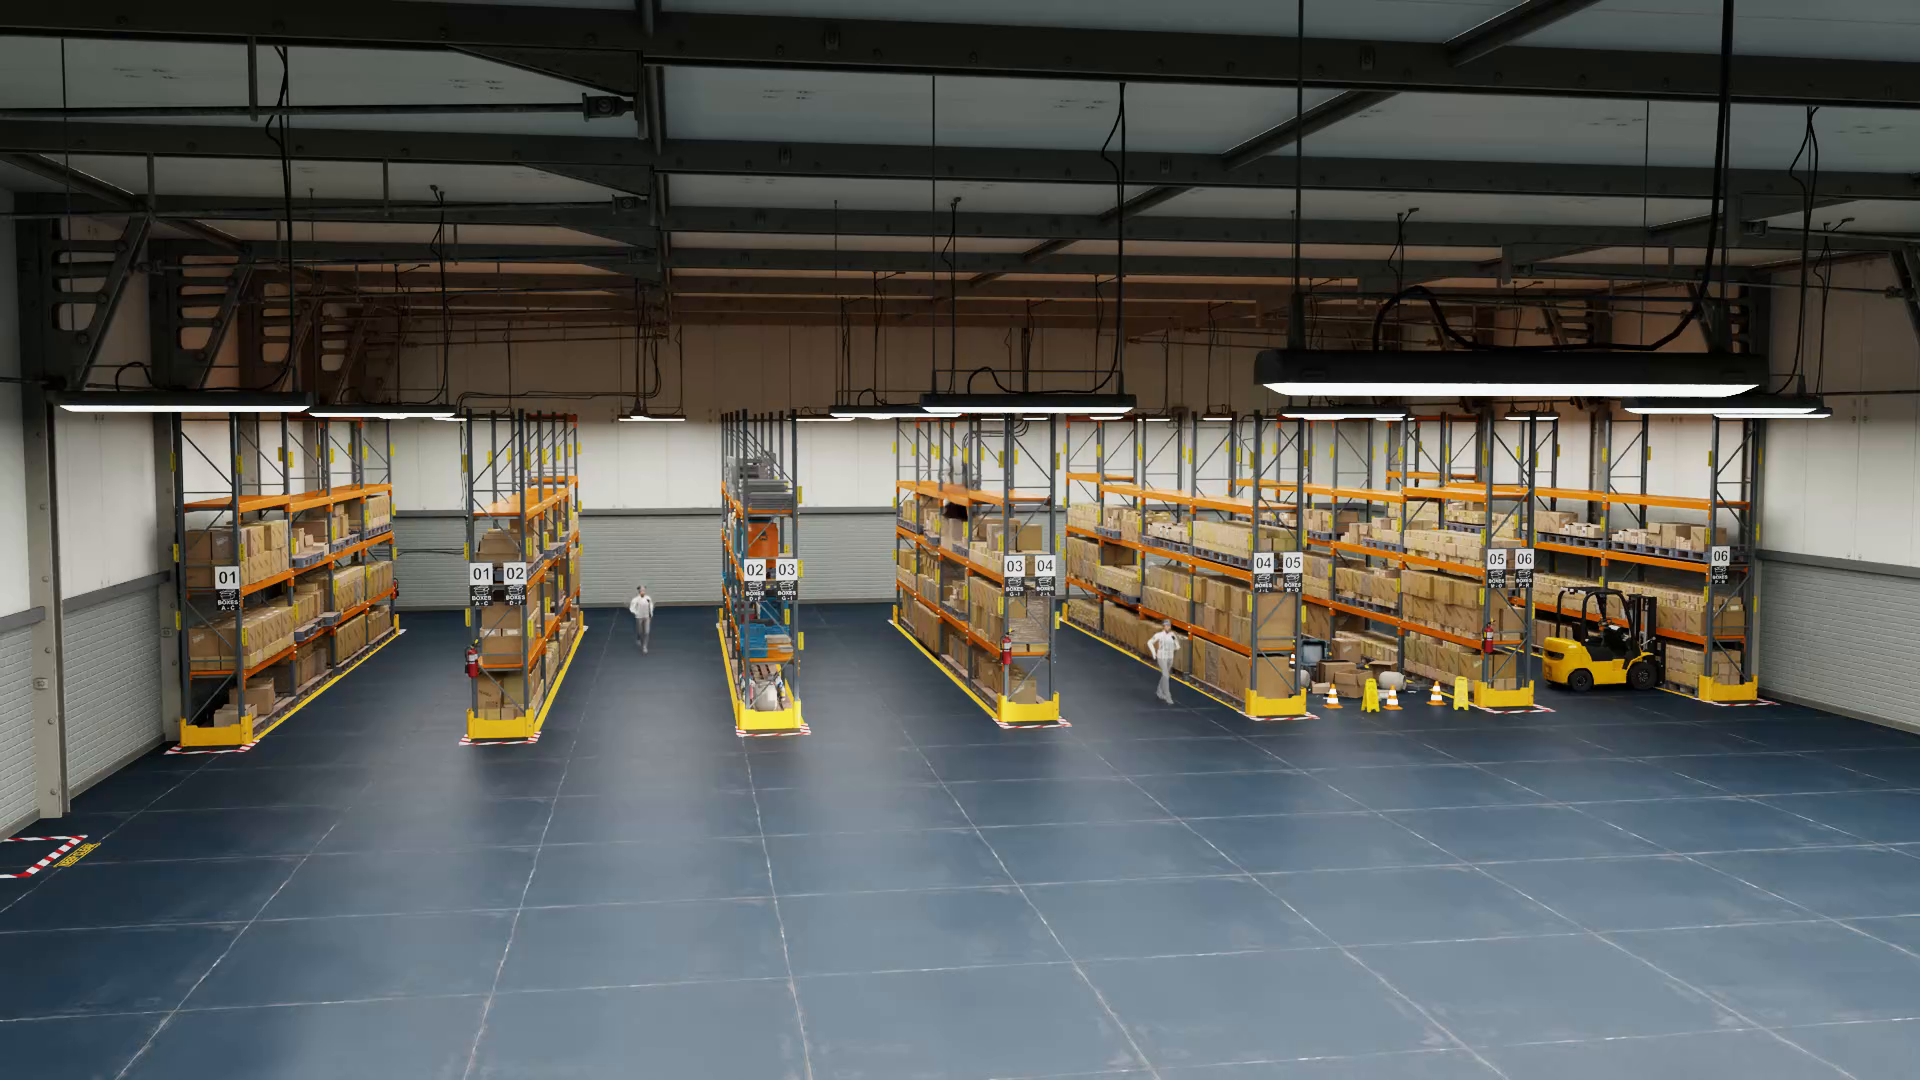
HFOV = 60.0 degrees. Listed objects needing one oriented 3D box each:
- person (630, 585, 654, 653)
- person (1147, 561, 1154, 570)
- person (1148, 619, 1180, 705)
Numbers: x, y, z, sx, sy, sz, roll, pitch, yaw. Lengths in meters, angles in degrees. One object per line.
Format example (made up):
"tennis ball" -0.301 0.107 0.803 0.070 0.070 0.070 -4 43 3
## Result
"person" -7.990 1.975 41.872 0.621 1.692 0.836 -2 4 -23
"person" 5.424 1.496 47.427 0.683 1.776 0.992 -1 4 -16
"person" 4.241 2.476 34.204 0.600 1.731 0.765 -2 4 -27
